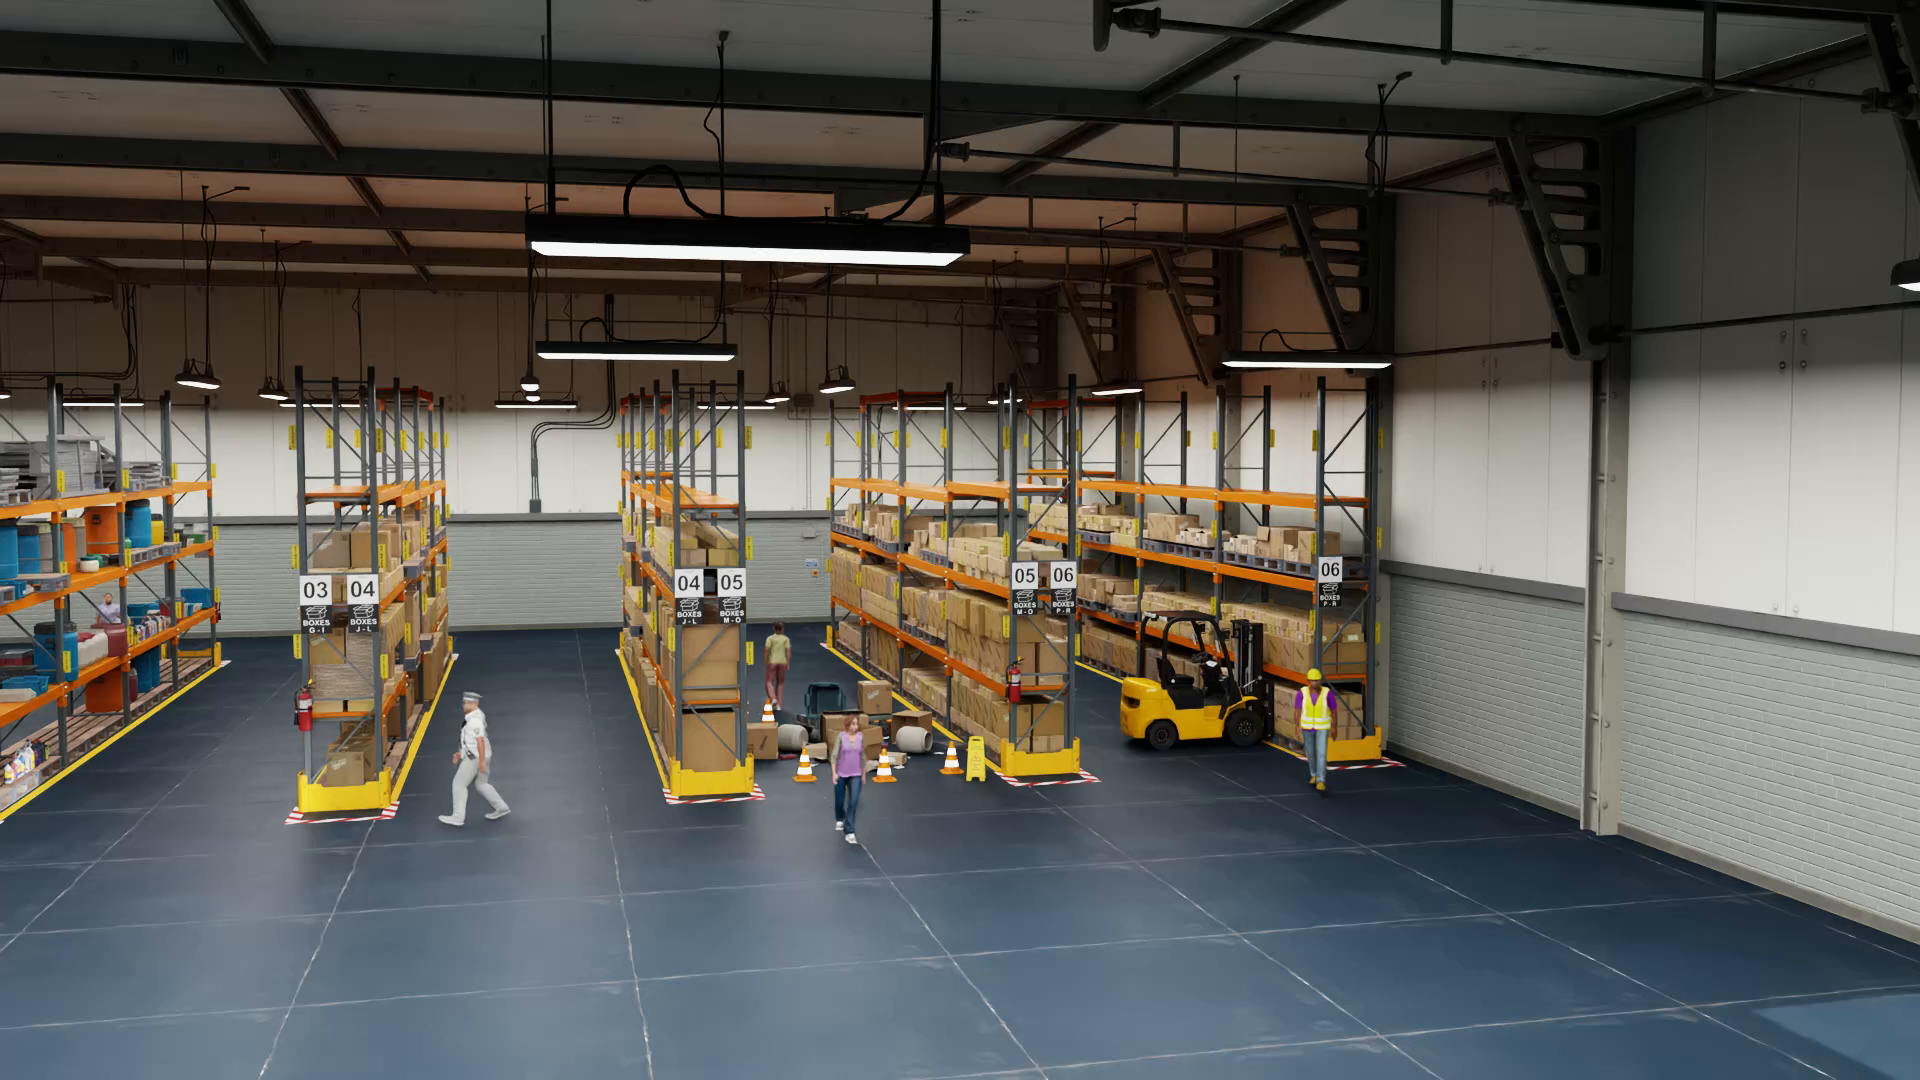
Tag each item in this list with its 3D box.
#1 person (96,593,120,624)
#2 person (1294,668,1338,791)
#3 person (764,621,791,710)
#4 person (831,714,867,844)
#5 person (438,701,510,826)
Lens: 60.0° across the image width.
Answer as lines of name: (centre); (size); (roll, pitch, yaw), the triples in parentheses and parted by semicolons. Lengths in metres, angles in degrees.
person: (-19.047, 1.977, 37.239); (0.561, 1.573, 1.034); (-1, 4, -16)
person: (5.068, 2.696, 23.781); (0.595, 1.711, 1.029); (1, 4, 23)
person: (-3.375, 2.346, 30.812); (0.508, 1.646, 0.621); (-1, 3, -12)
person: (-1.389, 2.972, 20.915); (0.503, 1.563, 0.779); (-1, 4, -19)
person: (-6.380, 2.867, 21.843); (0.844, 1.688, 0.579); (0, 3, -4)
